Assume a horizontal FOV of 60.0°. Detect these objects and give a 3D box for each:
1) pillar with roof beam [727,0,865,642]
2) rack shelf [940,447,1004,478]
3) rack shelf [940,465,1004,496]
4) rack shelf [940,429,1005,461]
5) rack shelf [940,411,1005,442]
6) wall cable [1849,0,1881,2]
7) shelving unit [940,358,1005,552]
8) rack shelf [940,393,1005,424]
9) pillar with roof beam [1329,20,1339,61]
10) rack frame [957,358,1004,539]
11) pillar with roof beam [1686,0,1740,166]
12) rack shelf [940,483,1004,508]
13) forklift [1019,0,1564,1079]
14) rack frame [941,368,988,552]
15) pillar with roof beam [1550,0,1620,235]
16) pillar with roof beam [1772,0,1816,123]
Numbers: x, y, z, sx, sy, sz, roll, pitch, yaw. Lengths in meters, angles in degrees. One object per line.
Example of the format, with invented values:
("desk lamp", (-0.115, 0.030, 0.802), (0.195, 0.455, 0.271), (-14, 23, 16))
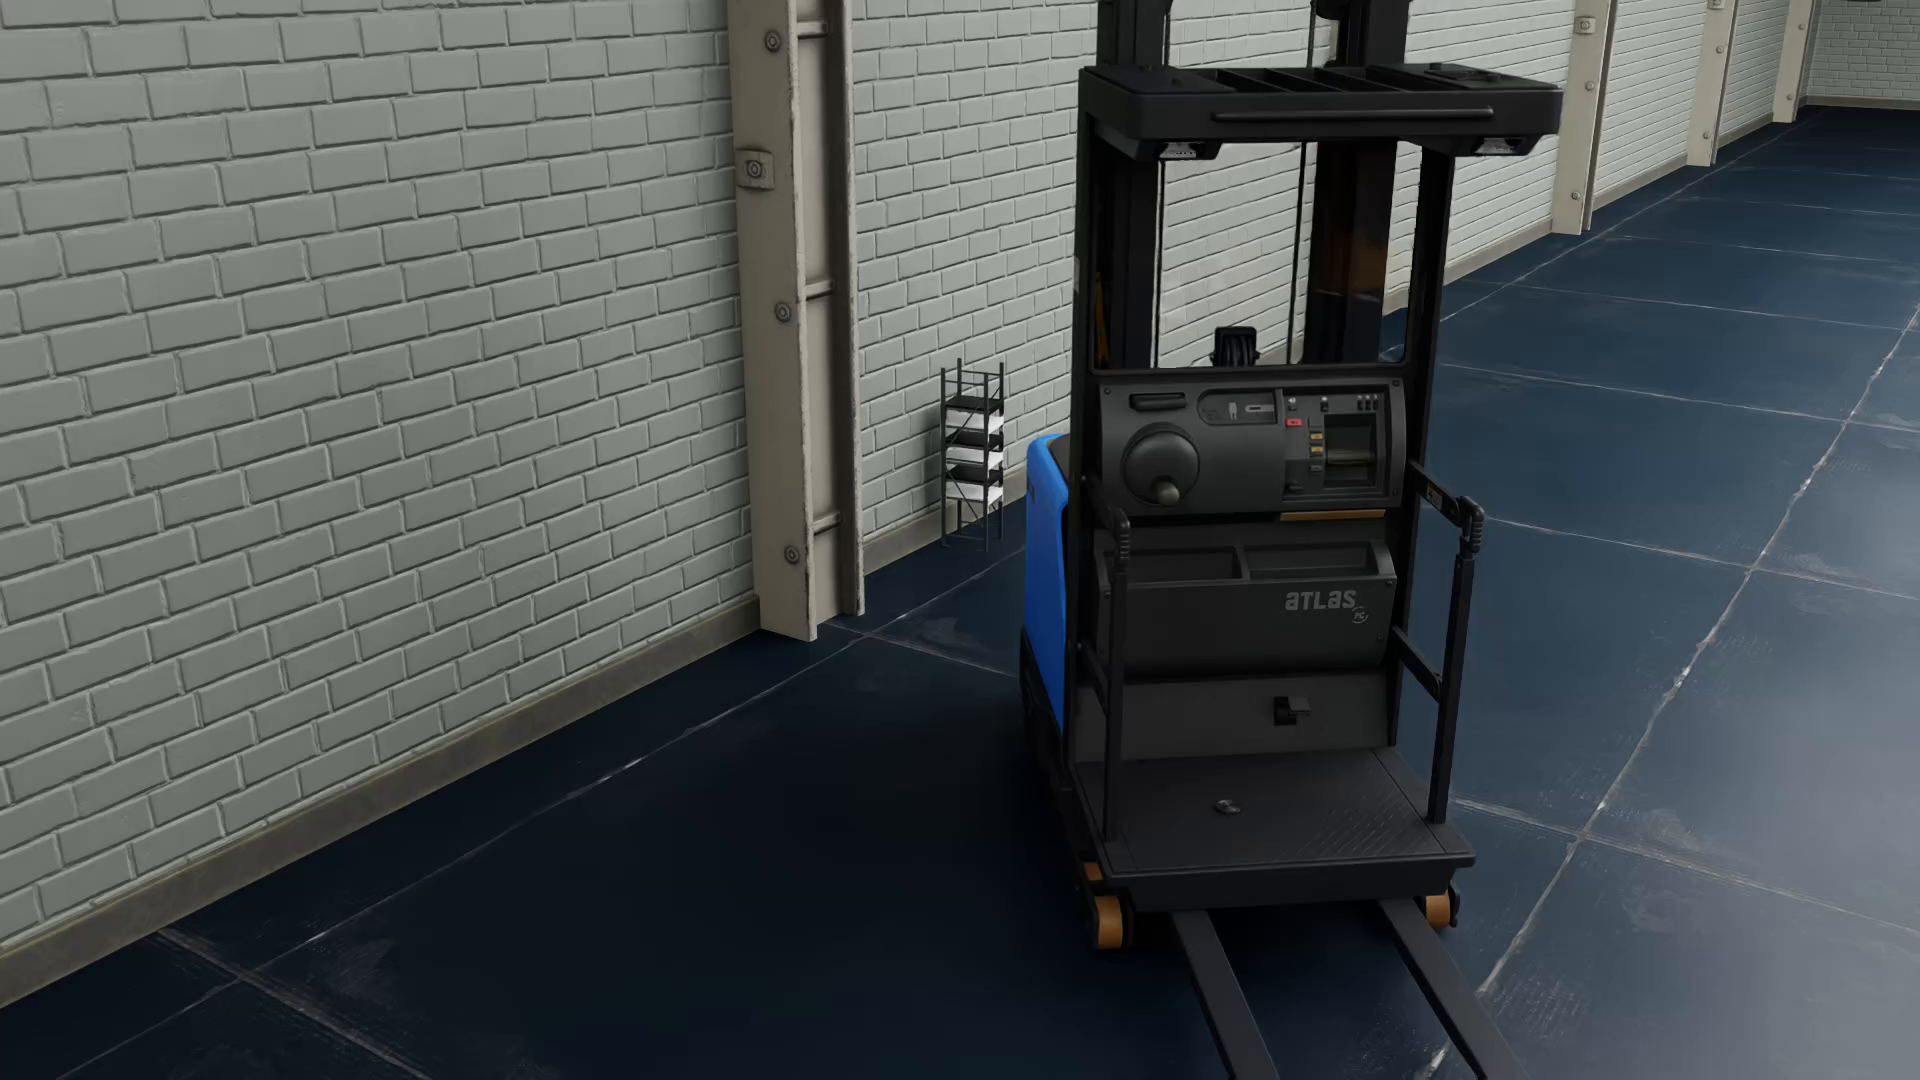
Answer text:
("pillar with roof beam", (2.903, -3.033, 3.492), (9.100, 9.000, 0.400), (13, 24, 32))
("rack shelf", (0.060, -0.379, 8.089), (0.258, 0.077, 0.200), (8, 22, 21))
("rack shelf", (0.060, -0.295, 8.120), (0.258, 0.077, 0.200), (8, 22, 21))
("rack shelf", (0.060, -0.464, 8.058), (0.258, 0.077, 0.200), (8, 22, 21))
("rack shelf", (0.060, -0.548, 8.027), (0.258, 0.077, 0.200), (8, 22, 21))
("wall cable", (15.584, -9.889, 26.505), (3.097, 2.526, 0.112), (13, 24, 32))
("shelving unit", (0.060, -0.411, 8.077), (0.258, 0.900, 0.210), (8, 22, 21))
("rack shelf", (0.060, -0.633, 7.996), (0.258, 0.077, 0.200), (8, 22, 21))
("pillar with roof beam", (6.276, -4.754, 8.146), (9.100, 9.000, 0.400), (13, 24, 32))
("rack frame", (0.099, -0.443, 8.166), (0.240, 0.900, 0.006), (8, 22, 21))
("pillar with roof beam", (13.022, -8.197, 17.454), (9.100, 9.000, 0.400), (13, 24, 32))
("rack shelf", (0.060, -0.210, 8.151), (0.258, 0.077, 0.200), (8, 22, 21))
("forklift", (0.903, -0.276, 4.786), (1.130, 2.935, 3.031), (-2, 20, -6))
("rack frame", (0.021, -0.378, 7.989), (0.240, 0.900, 0.006), (8, 22, 21))
("pillar with roof beam", (9.649, -6.476, 12.800), (9.100, 9.000, 0.400), (13, 24, 32))
("pillar with roof beam", (16.395, -9.919, 22.108), (9.100, 9.000, 0.400), (13, 24, 32))
